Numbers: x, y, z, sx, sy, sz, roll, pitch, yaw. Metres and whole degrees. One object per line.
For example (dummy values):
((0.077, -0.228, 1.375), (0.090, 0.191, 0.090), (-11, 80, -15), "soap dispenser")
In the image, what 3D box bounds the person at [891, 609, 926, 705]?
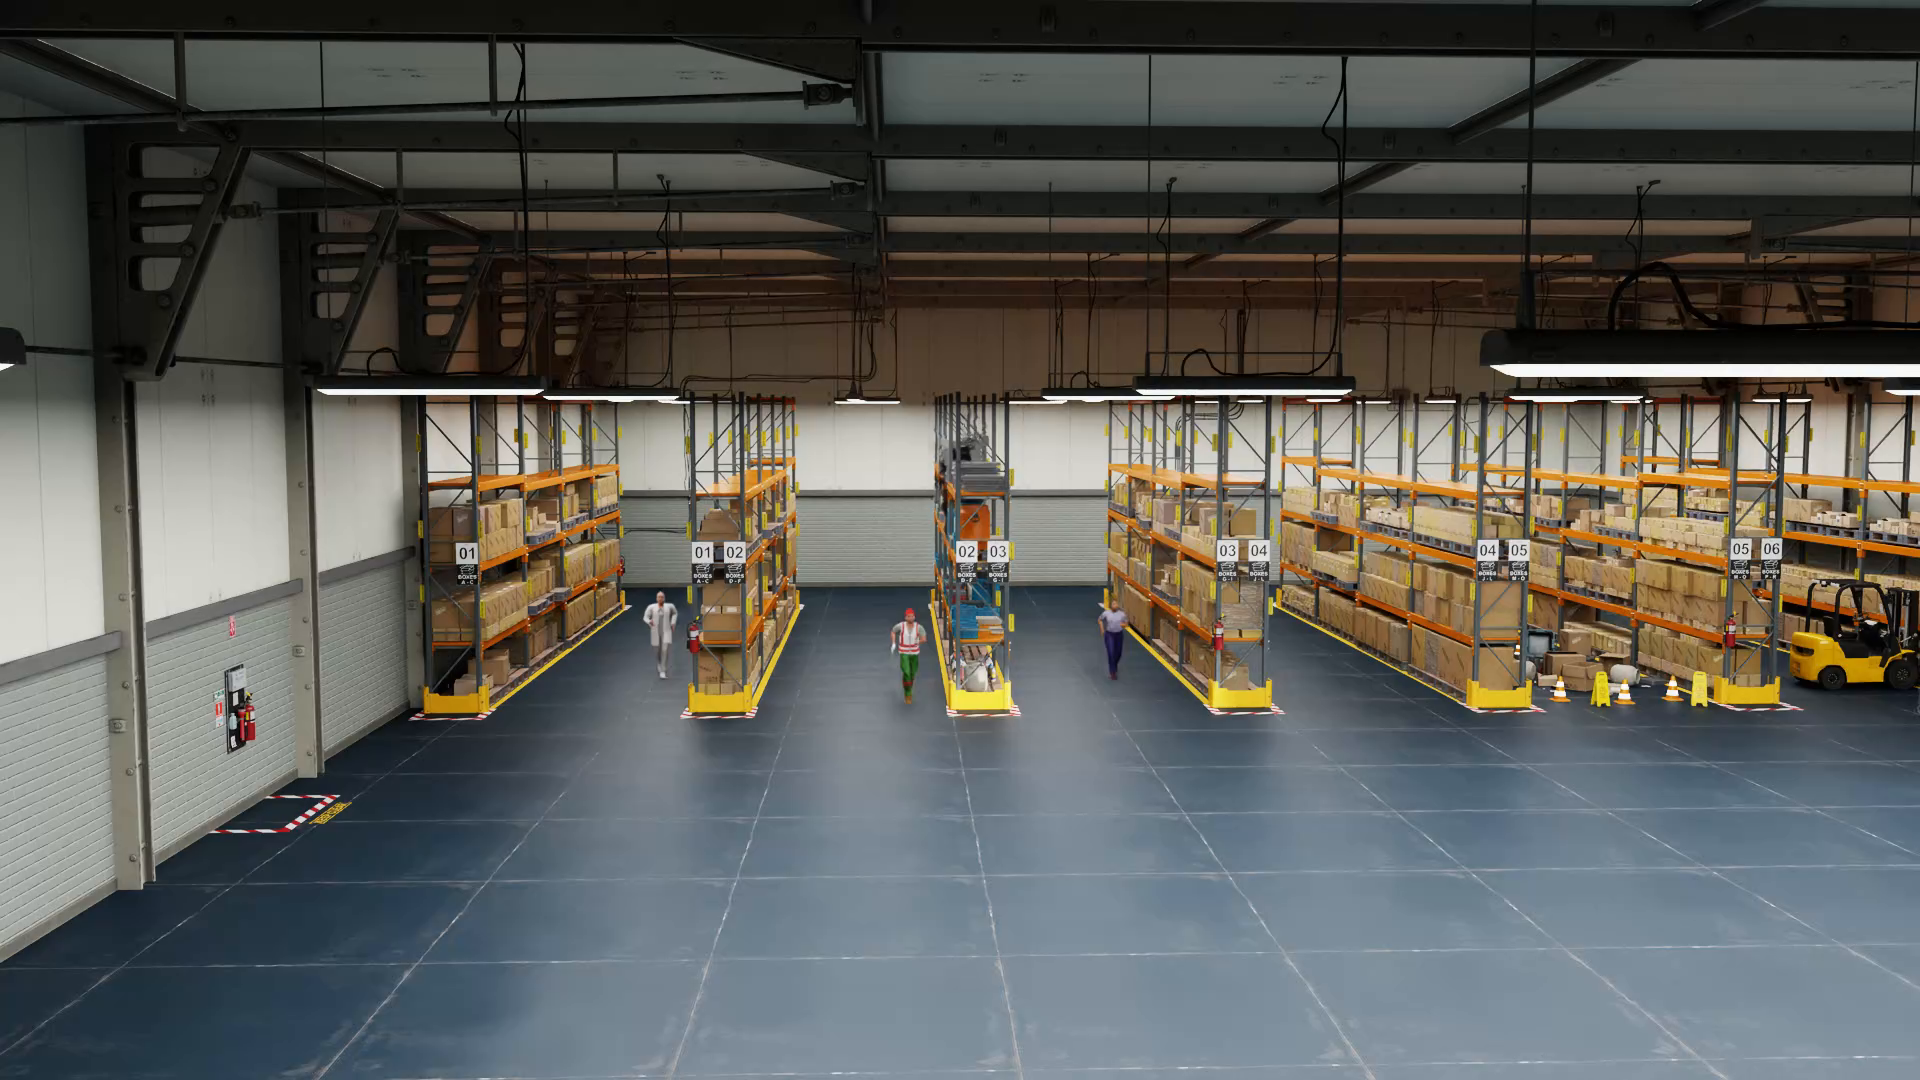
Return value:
((-0.986, 2.241, 32.259), (0.643, 1.844, 0.876), (-1, 5, -15), "person")

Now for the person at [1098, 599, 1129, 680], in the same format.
((3.258, 2.075, 35.145), (0.603, 1.631, 0.940), (-1, 5, -9), "person")

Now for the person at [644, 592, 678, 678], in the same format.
((-6.357, 1.990, 35.303), (0.704, 1.772, 1.070), (-1, 5, -6), "person")
